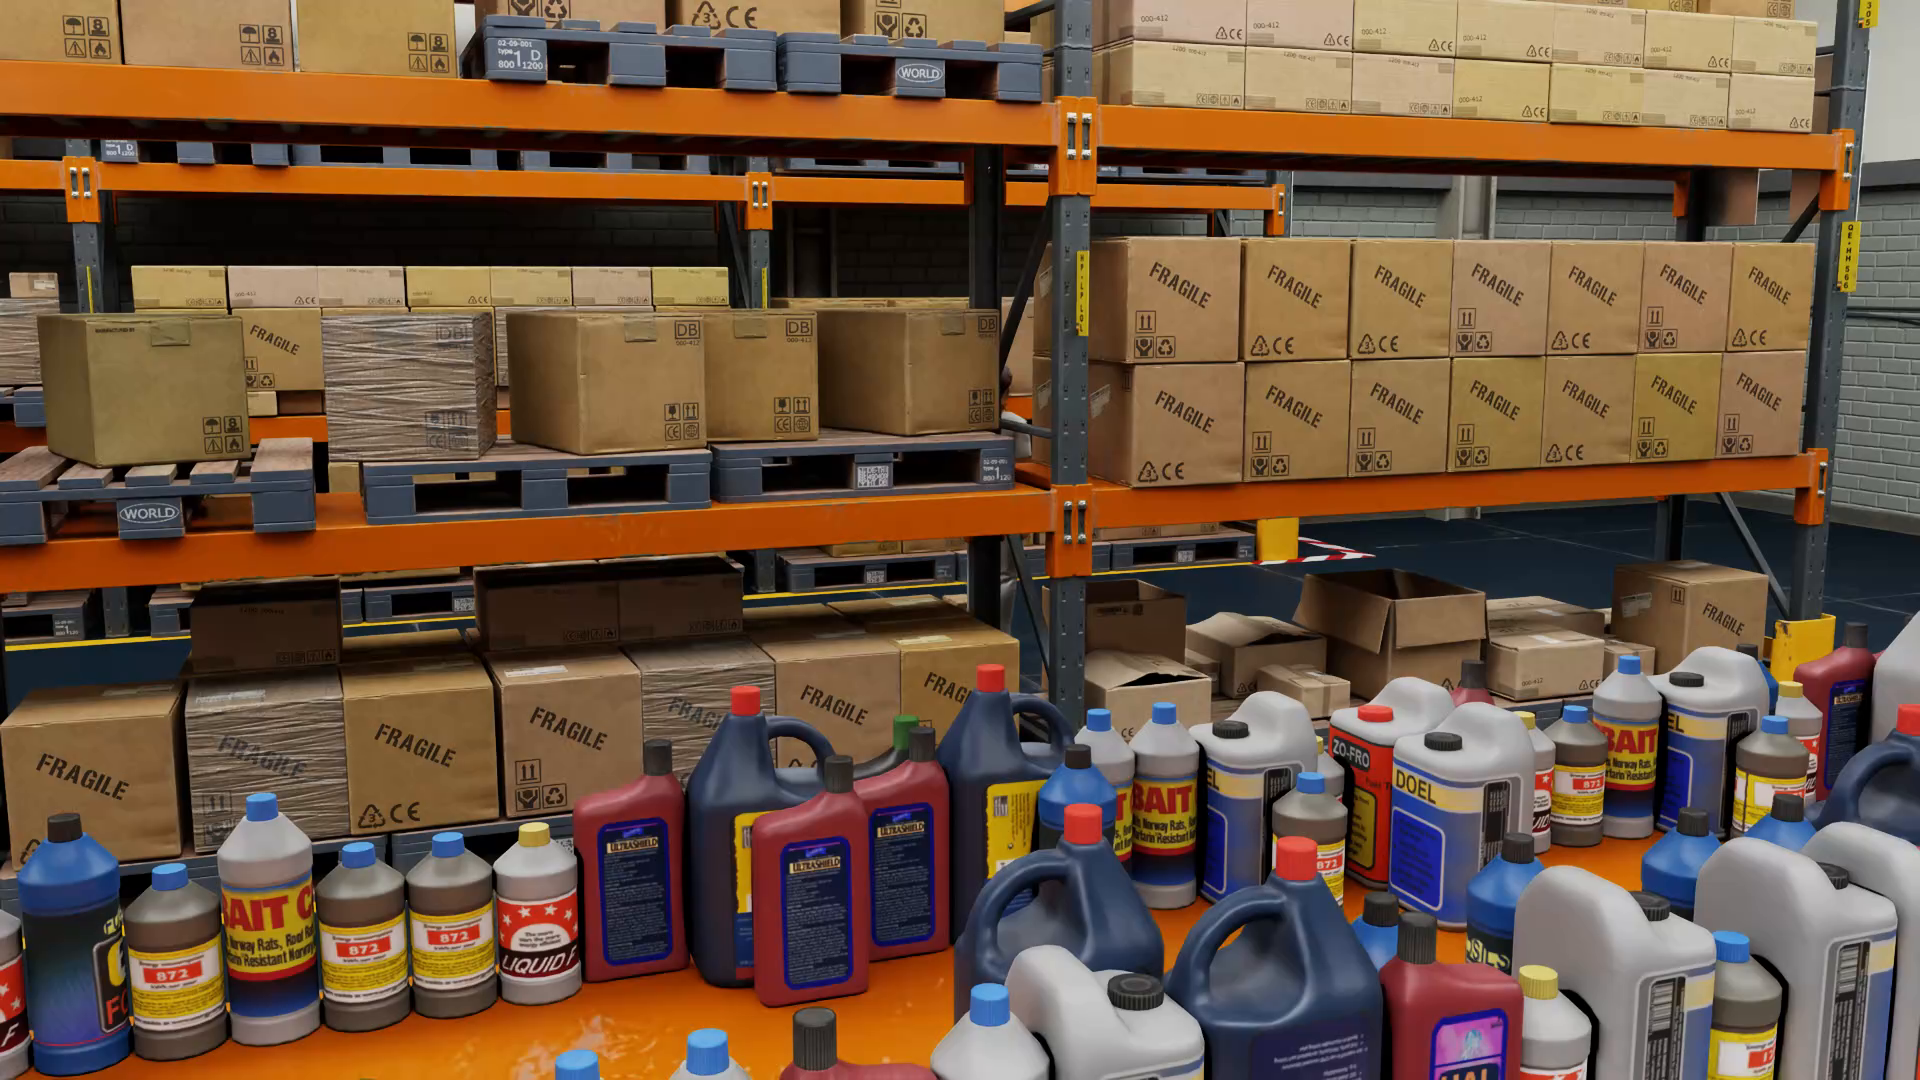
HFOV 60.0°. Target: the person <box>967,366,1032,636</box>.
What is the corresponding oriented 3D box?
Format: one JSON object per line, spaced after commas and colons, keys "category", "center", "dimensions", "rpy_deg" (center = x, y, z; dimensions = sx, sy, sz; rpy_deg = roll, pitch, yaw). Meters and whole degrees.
{"category": "person", "center": [0.202, -0.145, 9.320], "dimensions": [0.442, 1.698, 0.526], "rpy_deg": [2, 9, 10]}
